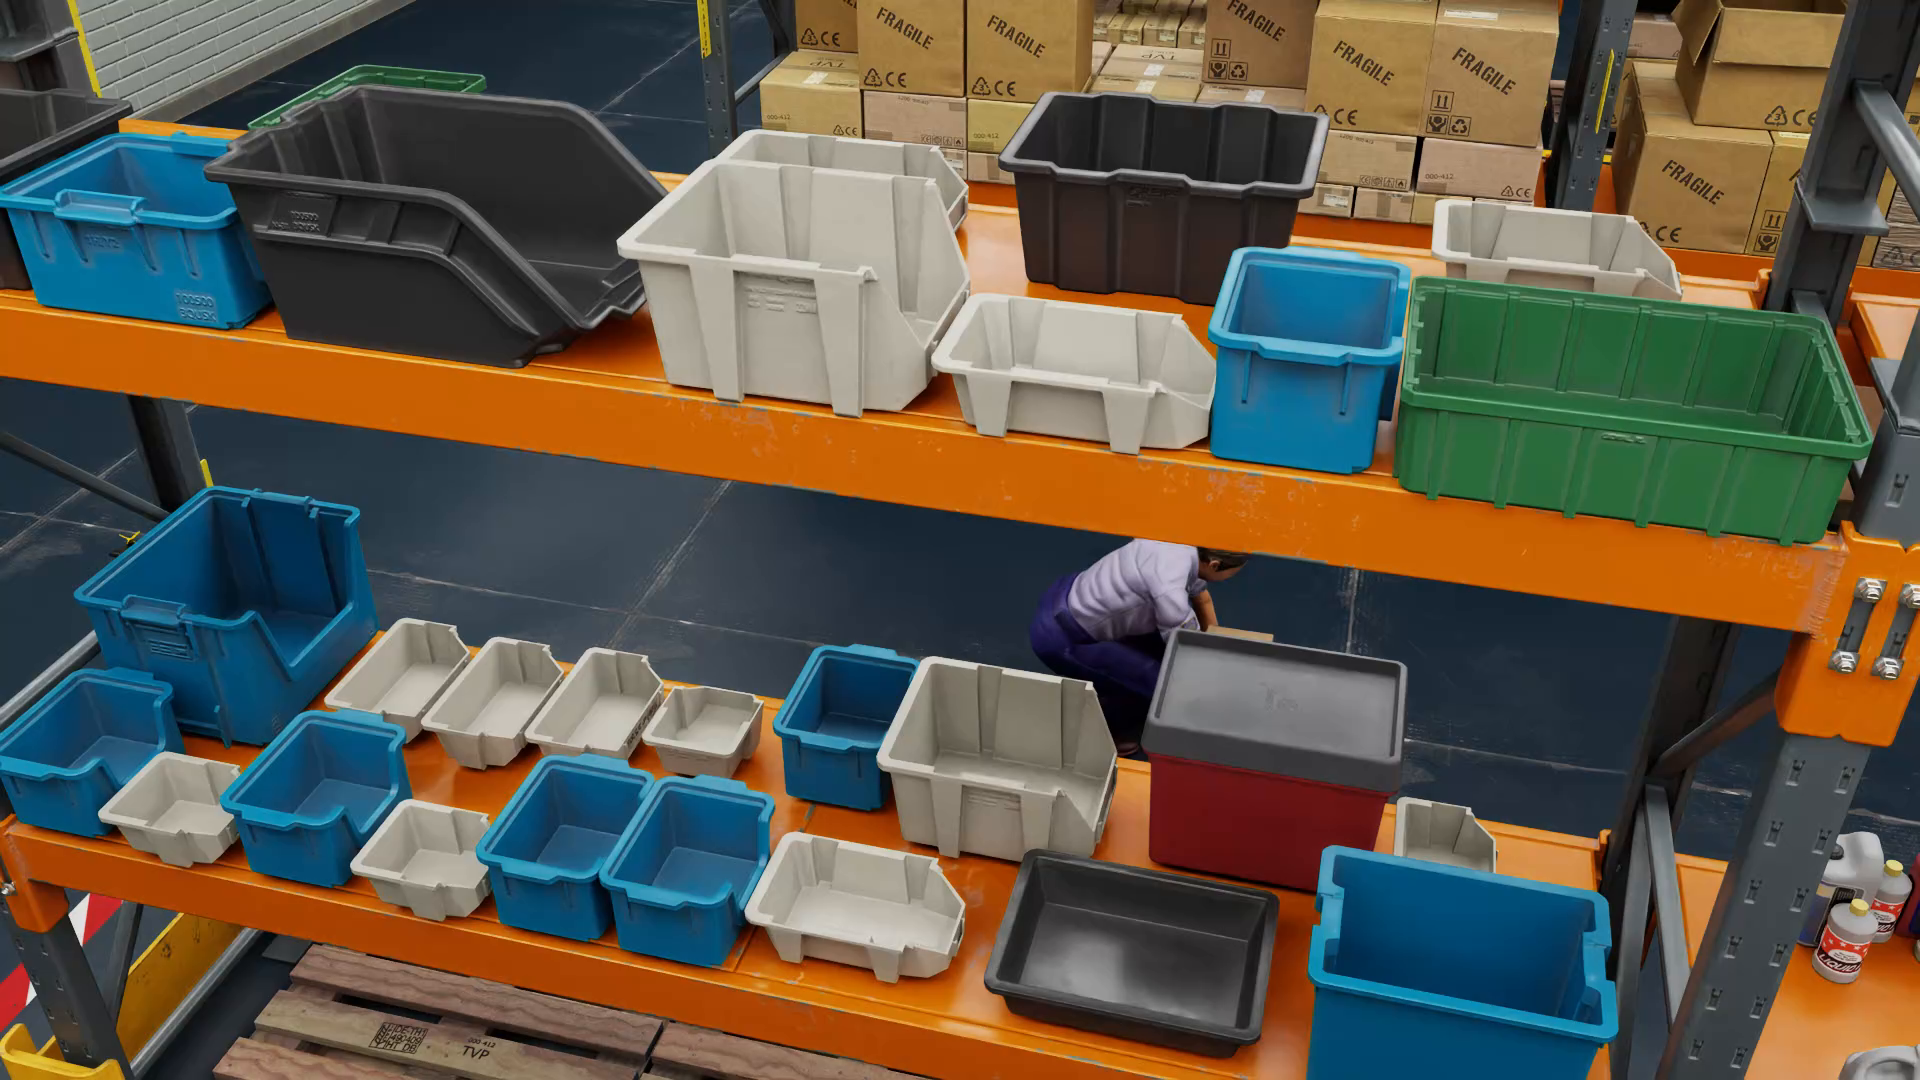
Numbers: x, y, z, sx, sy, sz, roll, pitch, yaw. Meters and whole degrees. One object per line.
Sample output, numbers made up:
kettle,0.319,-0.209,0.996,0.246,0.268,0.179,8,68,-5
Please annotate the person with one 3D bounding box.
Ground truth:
person,0.691,0.340,6.287,0.829,0.940,0.526,8,34,12
